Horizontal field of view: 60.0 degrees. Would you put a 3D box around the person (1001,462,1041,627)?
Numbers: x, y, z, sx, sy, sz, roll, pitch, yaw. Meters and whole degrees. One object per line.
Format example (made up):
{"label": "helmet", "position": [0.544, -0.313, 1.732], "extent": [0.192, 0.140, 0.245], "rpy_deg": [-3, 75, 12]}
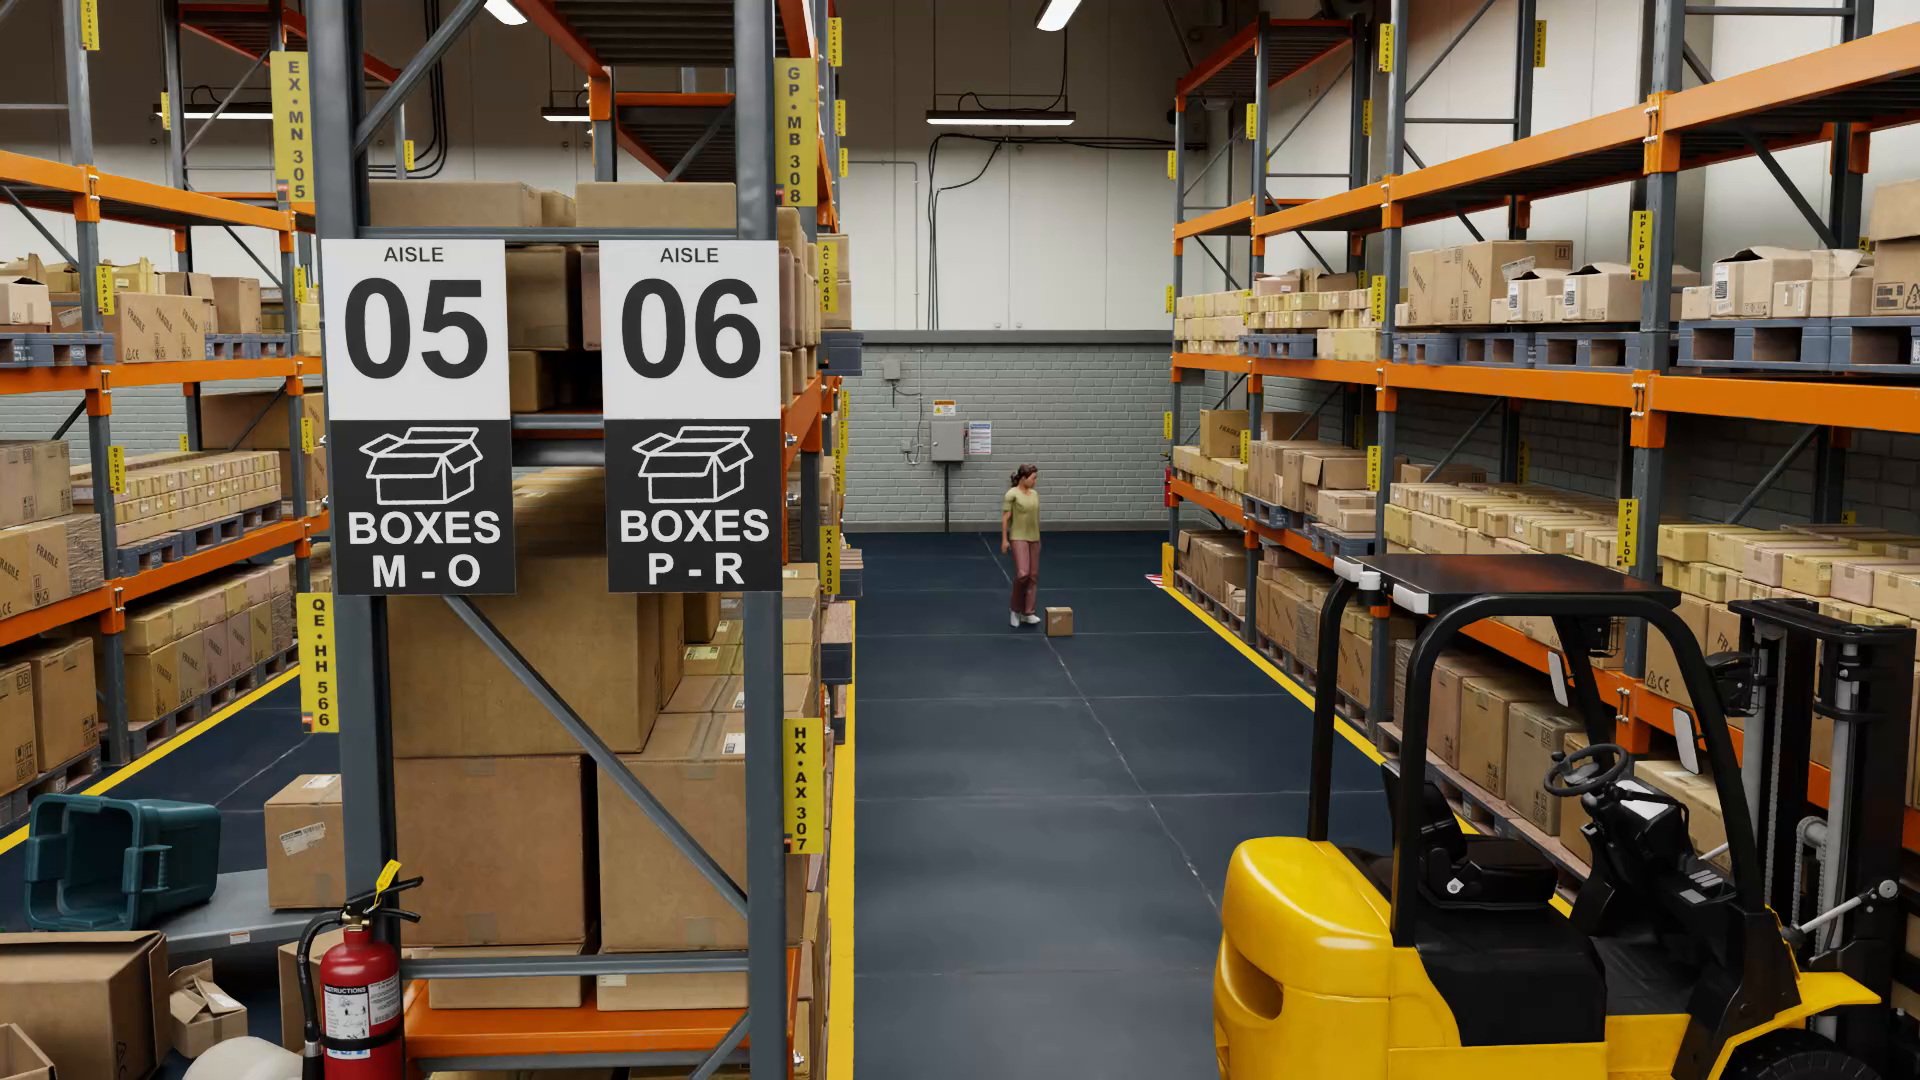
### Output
{"label": "person", "position": [0.690, 0.050, 17.324], "extent": [0.475, 1.715, 0.438], "rpy_deg": [-5, 9, -37]}
